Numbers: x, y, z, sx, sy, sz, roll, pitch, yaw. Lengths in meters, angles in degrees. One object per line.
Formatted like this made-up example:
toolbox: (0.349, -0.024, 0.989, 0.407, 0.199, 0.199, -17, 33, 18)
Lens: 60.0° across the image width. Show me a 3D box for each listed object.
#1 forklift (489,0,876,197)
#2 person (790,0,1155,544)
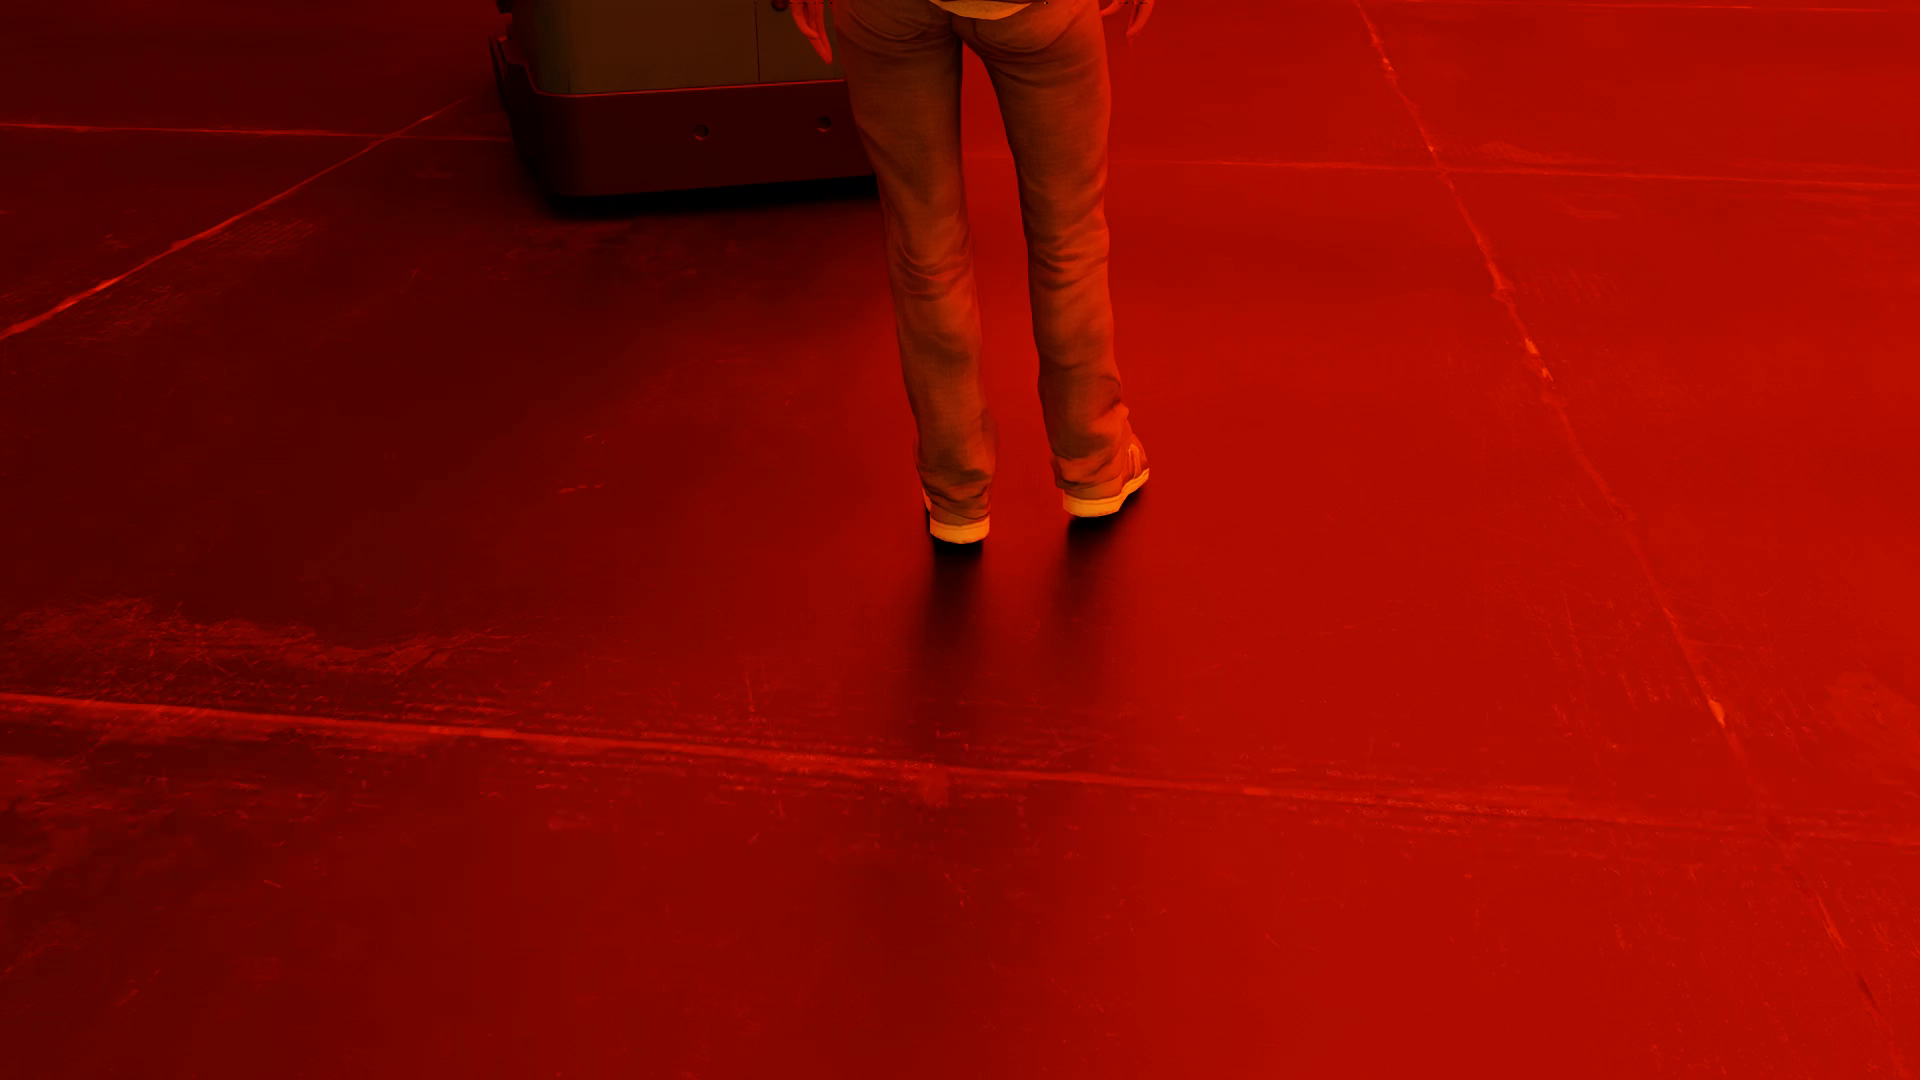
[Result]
forklift: (-0.925, -2.771, 4.772, 1.130, 2.935, 3.031, -8, 28, -15)
person: (0.024, -0.753, 2.205, 0.521, 1.599, 0.473, 3, 27, 7)
